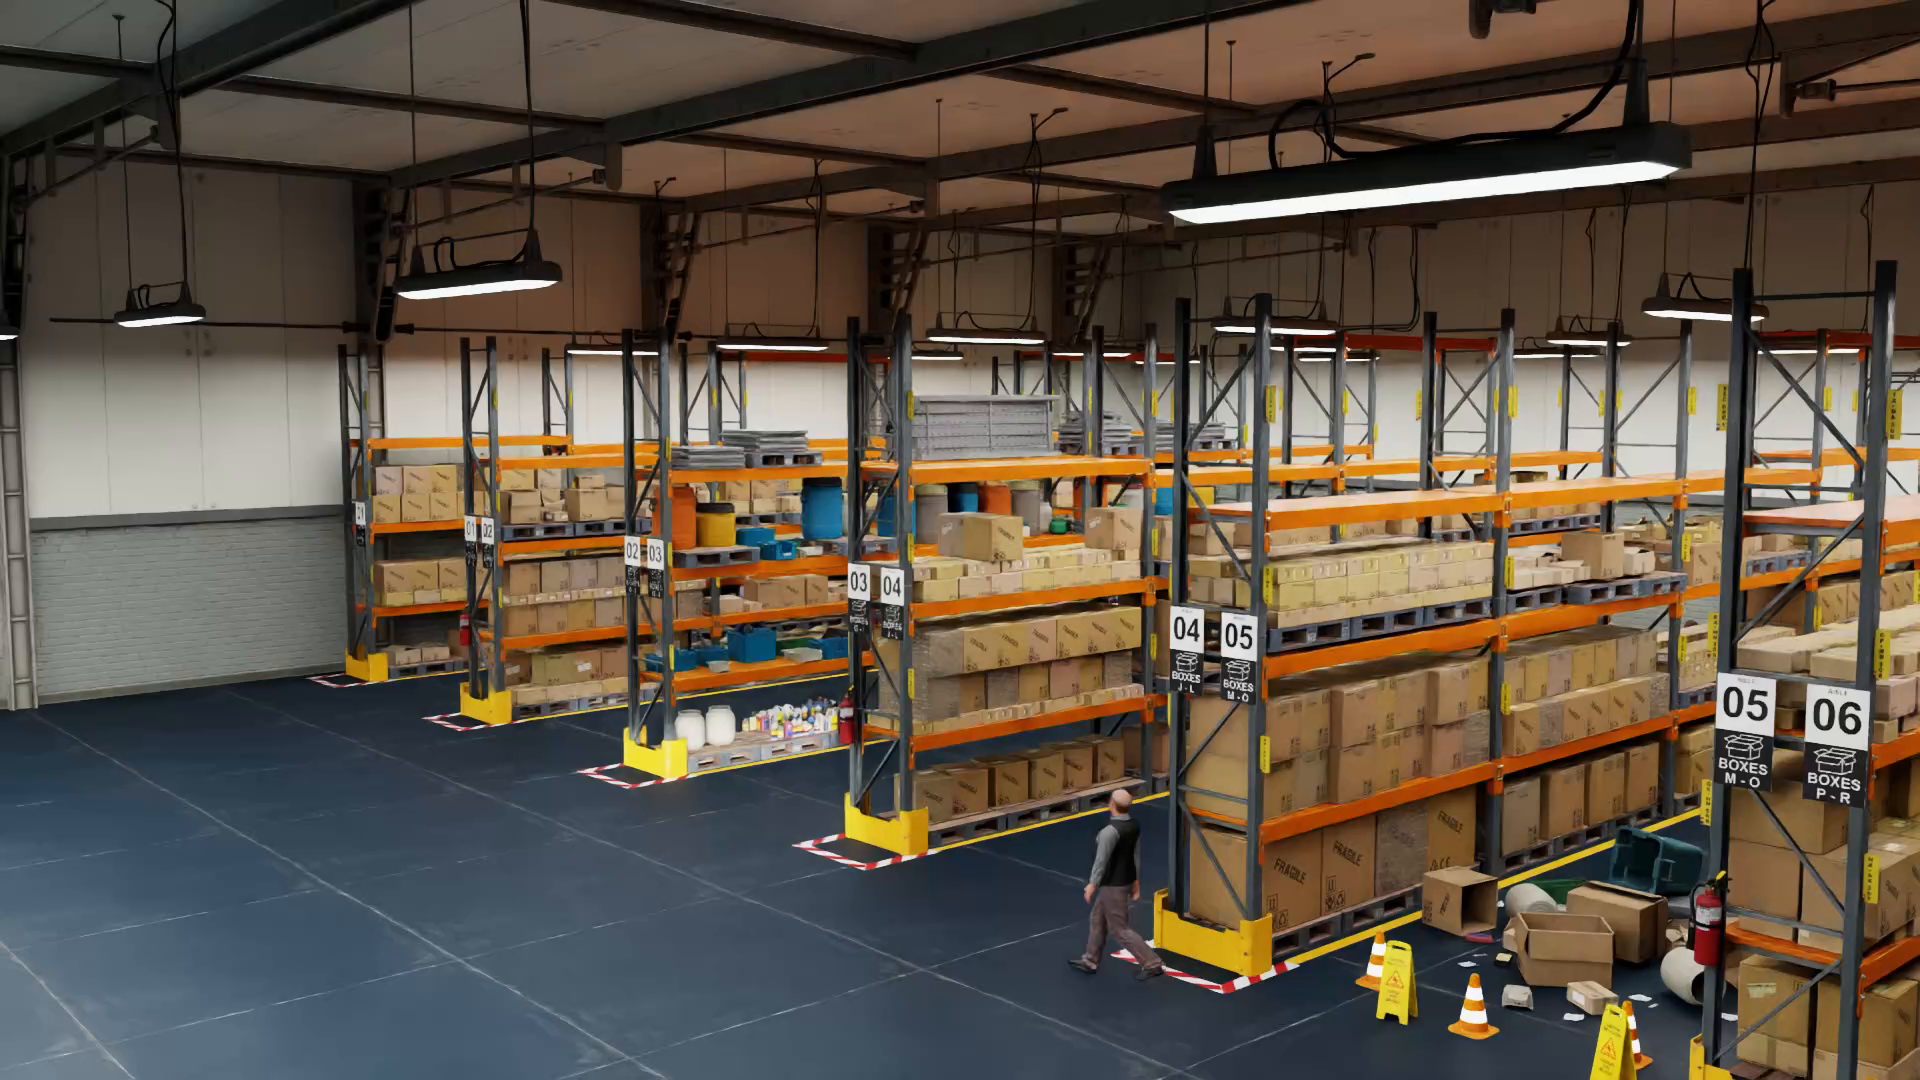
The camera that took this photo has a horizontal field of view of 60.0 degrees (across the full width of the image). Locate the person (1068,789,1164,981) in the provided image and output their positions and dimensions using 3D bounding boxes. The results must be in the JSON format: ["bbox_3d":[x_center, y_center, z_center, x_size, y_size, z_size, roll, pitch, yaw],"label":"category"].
[{"bbox_3d":[1.350,3.025,14.558,0.944,1.690,0.519,2,6,23],"label":"person"}]

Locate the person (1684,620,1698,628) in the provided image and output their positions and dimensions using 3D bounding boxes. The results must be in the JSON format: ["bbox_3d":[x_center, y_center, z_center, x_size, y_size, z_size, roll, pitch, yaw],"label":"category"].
[{"bbox_3d":[11.389,2.048,25.966,0.326,1.588,0.435,3,6,30],"label":"person"}]

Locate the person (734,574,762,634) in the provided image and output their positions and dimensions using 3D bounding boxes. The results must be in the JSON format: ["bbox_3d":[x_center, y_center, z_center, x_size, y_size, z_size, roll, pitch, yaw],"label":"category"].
[{"bbox_3d":[-4.107,1.434,32.718,0.557,1.595,0.952,5,7,42],"label":"person"}]
